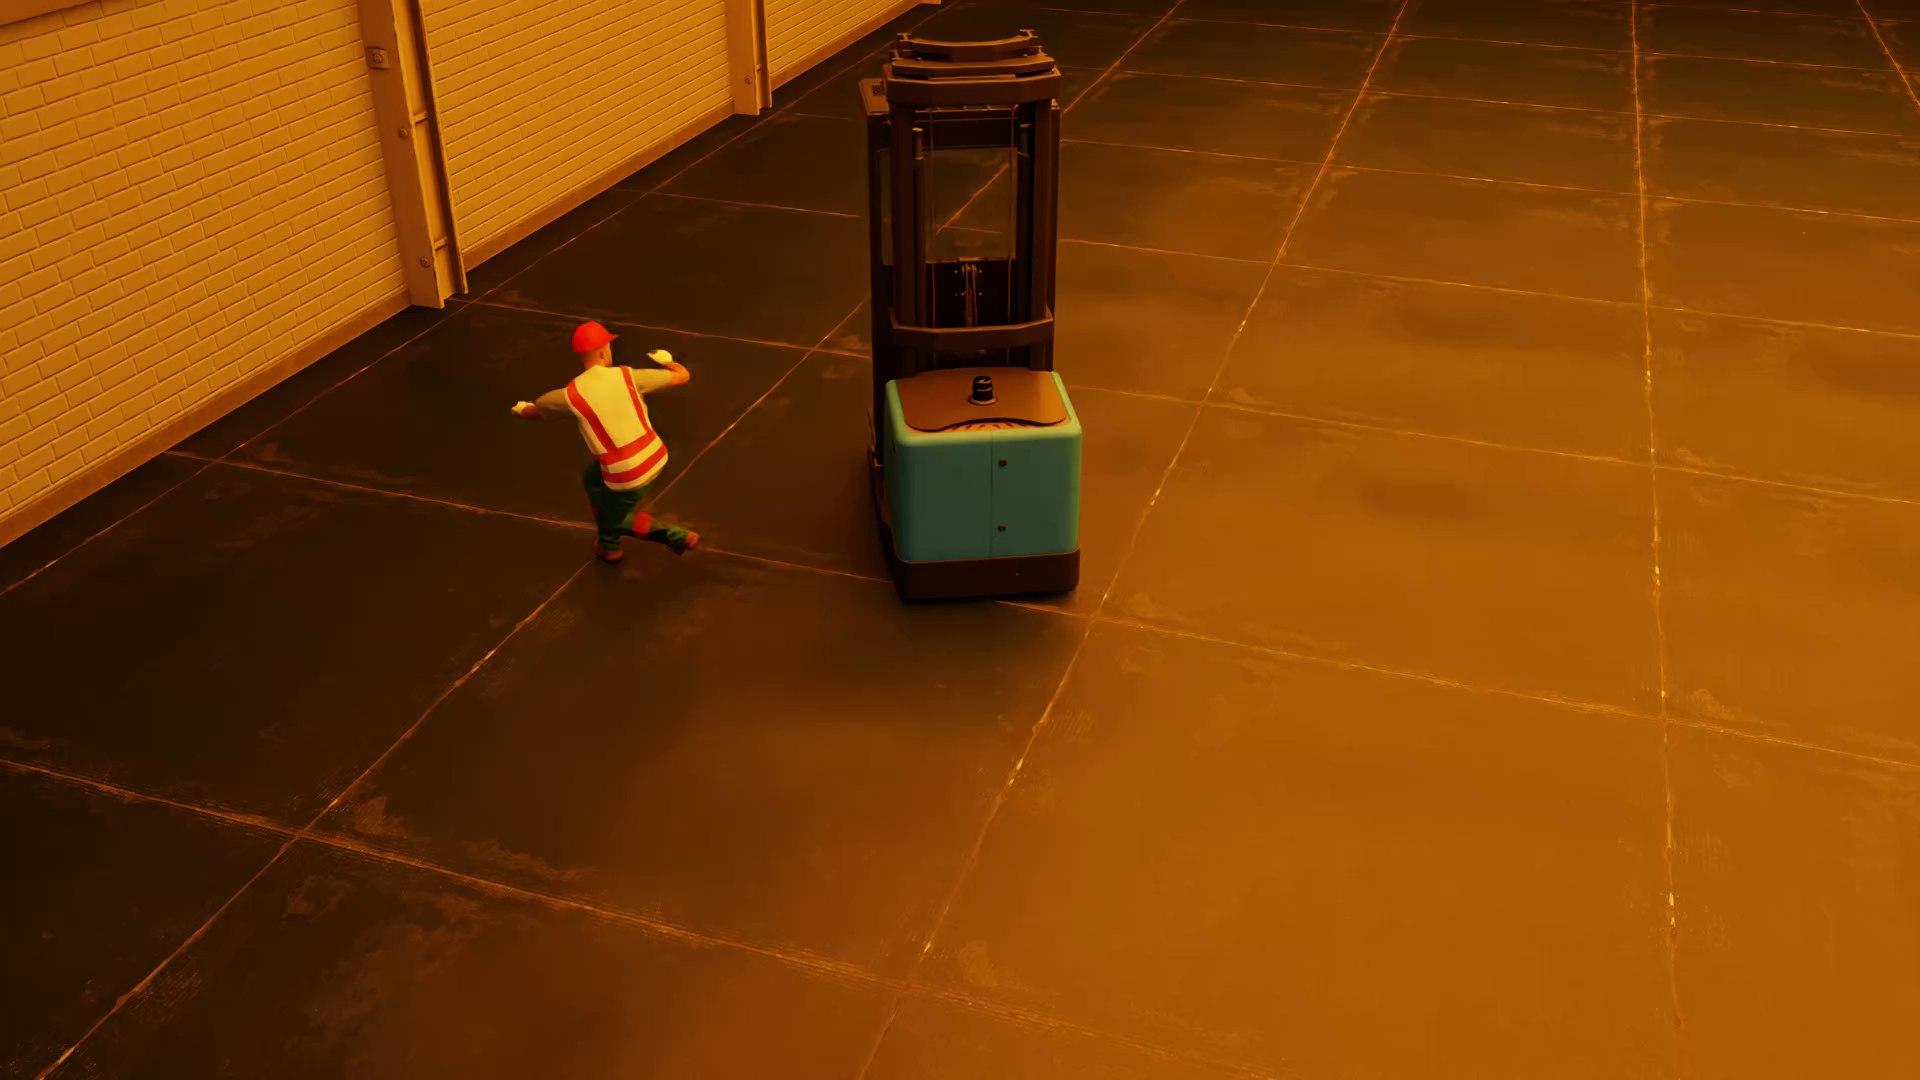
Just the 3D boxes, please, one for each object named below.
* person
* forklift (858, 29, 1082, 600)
[{"bbox_3d":[-2.012,-0.583,9.632,1.130,1.496,0.845,20,35,31],"label":"person"},{"bbox_3d":[-0.011,-1.643,10.018,1.130,2.935,3.031,-3,30,-6],"label":"forklift"}]
